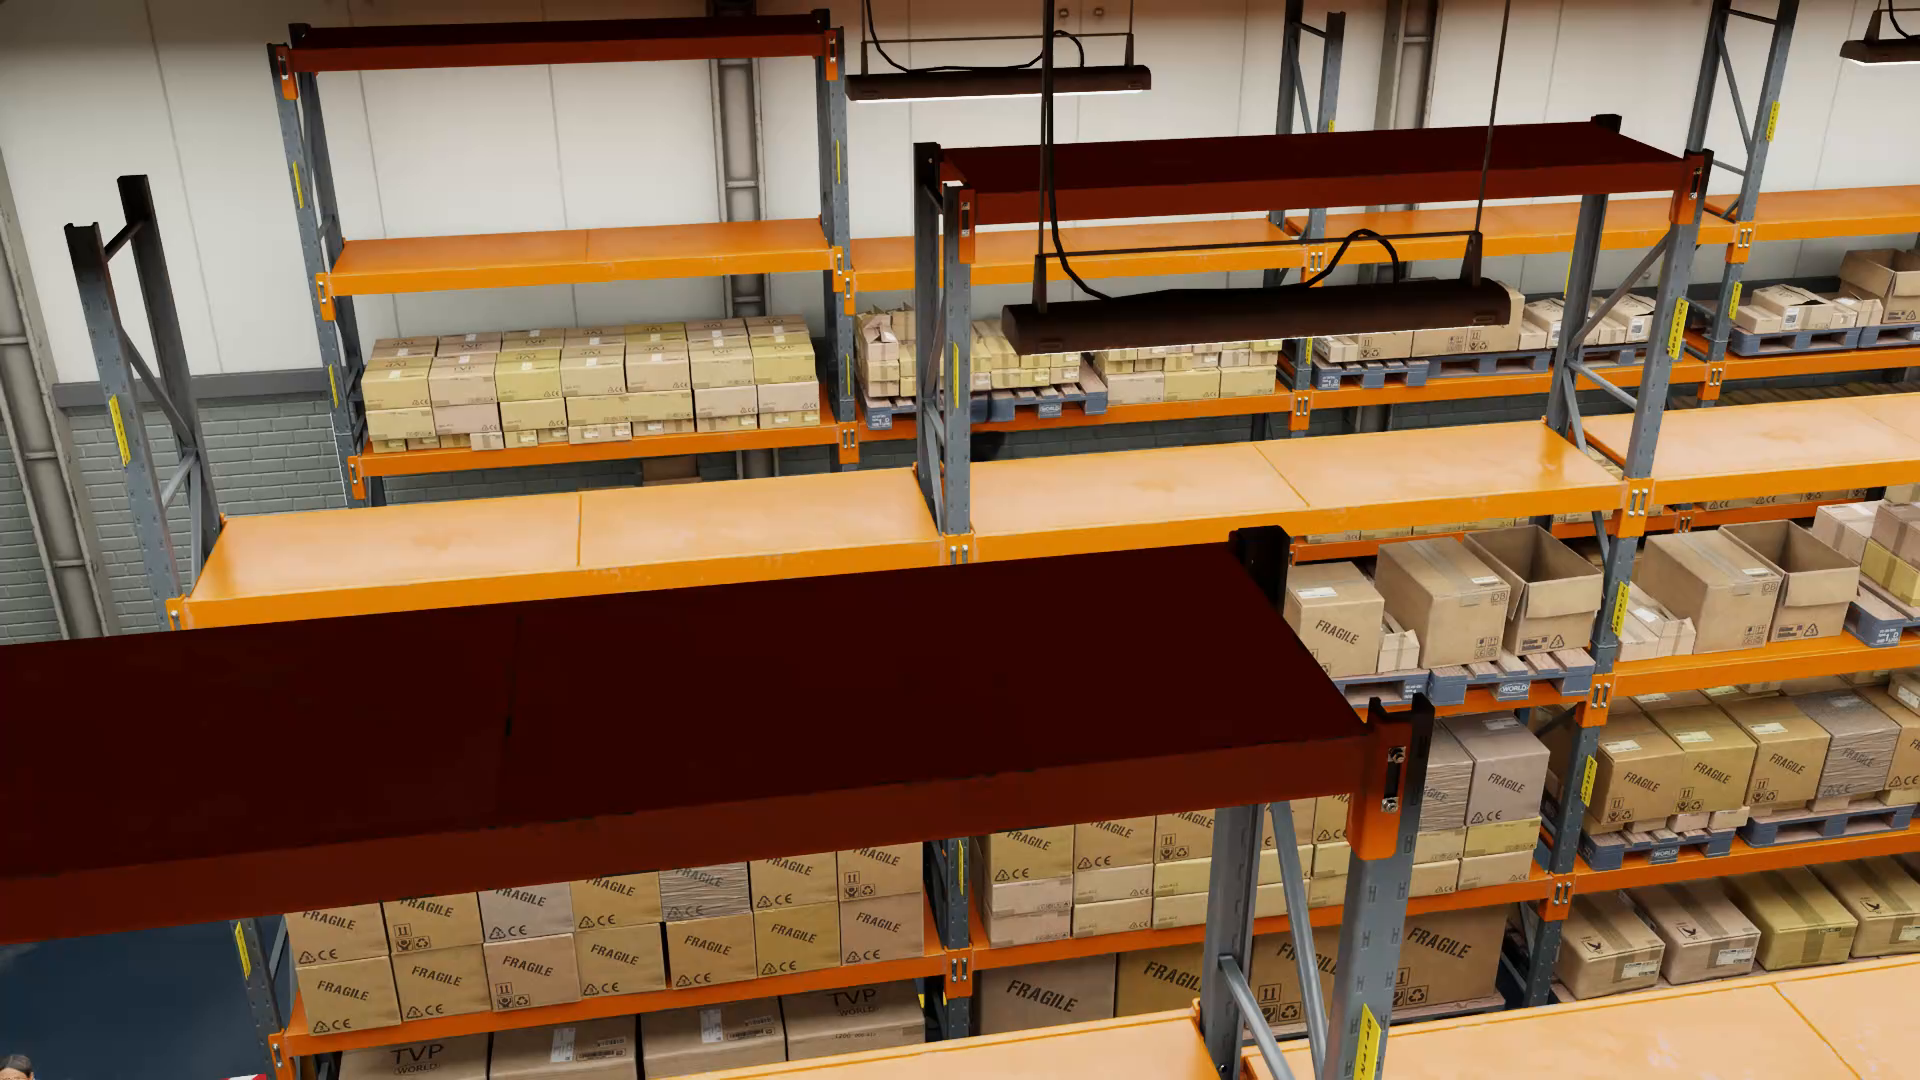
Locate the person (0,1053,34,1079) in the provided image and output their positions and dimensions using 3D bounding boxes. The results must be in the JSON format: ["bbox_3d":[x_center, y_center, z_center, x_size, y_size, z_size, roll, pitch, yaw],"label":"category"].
[{"bbox_3d":[-5.157,3.506,9.254,0.656,1.583,0.537,-4,26,-8],"label":"person"}]
